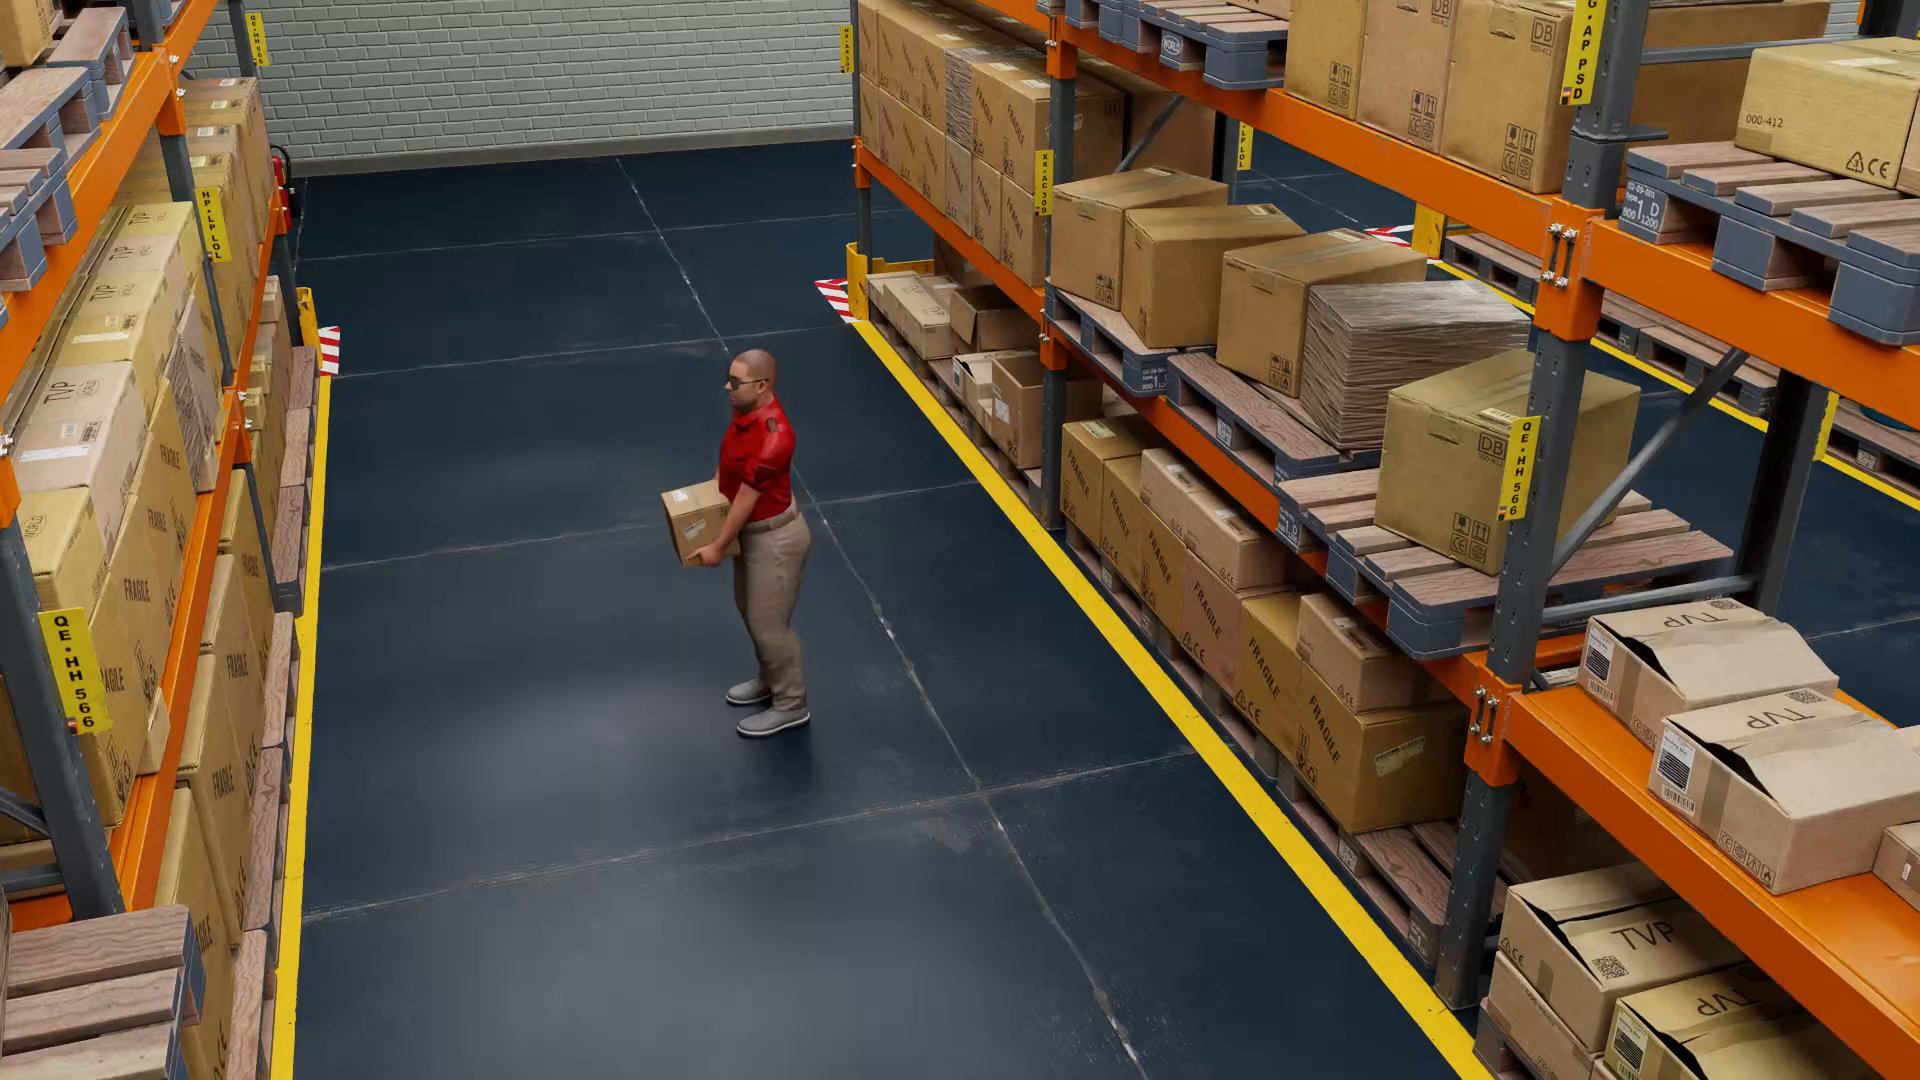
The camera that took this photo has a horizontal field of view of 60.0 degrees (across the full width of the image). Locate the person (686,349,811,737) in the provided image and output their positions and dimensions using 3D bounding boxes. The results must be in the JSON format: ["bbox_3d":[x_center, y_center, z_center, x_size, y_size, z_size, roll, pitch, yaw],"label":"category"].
[{"bbox_3d":[-0.918,0.016,7.112,0.549,1.726,0.490,-9,27,-17],"label":"person"}]
